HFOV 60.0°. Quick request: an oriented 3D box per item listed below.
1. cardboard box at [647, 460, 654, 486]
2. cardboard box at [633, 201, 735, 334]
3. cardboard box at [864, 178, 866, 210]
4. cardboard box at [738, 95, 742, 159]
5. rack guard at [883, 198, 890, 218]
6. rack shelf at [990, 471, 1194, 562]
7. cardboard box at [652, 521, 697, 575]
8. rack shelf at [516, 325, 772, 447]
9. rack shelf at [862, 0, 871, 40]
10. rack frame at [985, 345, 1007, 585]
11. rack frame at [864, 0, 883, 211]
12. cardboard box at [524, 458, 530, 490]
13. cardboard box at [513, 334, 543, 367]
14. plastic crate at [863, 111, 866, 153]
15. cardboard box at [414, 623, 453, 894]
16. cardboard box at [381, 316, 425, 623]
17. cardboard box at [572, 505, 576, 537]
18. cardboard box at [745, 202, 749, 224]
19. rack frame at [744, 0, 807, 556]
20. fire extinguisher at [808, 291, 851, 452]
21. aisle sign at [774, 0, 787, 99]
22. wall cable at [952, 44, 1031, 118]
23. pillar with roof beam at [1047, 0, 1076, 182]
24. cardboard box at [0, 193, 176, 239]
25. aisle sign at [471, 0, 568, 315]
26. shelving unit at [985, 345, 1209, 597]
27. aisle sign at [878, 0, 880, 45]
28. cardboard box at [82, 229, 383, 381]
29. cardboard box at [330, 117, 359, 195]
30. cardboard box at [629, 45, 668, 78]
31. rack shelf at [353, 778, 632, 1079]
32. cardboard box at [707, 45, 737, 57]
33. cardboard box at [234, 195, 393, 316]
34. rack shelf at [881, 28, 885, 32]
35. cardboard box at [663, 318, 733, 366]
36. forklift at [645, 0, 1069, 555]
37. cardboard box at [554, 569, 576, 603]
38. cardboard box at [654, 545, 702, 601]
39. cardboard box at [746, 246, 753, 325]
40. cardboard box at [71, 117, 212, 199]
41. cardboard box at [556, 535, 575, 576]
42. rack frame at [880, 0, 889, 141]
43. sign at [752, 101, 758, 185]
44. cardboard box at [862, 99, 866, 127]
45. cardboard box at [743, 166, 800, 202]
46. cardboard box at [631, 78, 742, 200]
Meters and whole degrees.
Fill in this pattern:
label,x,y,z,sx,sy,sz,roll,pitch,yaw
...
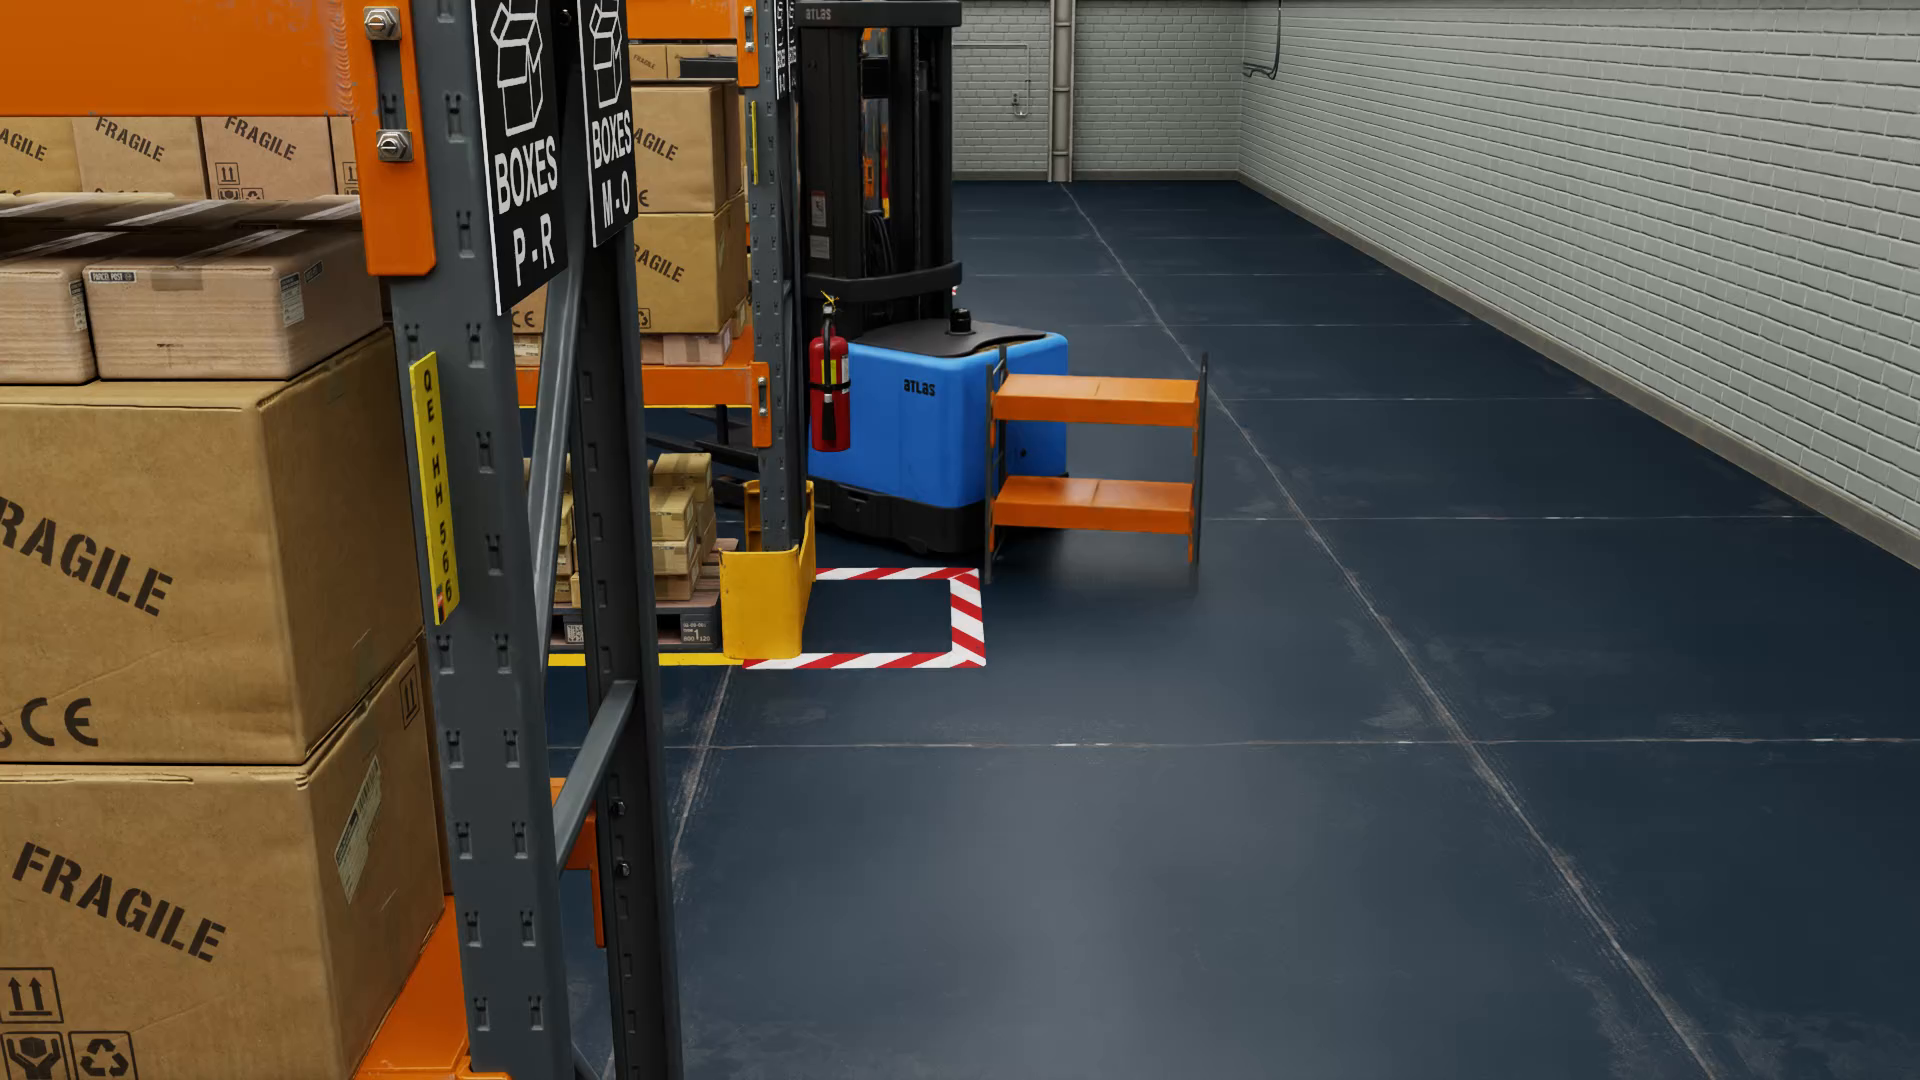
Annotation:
label,x,y,z,sx,sy,sz,roll,pitch,yaw
cardboard box,-1.622,-0.265,7.968,0.250,0.149,0.380,0,18,0
cardboard box,-1.264,-1.184,7.178,0.500,0.500,0.500,0,18,0
cardboard box,-1.489,-4.558,21.718,0.500,0.500,0.500,0,18,-1
cardboard box,-1.780,-3.096,12.320,0.500,0.500,0.500,-1,18,-2
rack guard,-1.025,-4.426,22.027,0.348,0.500,1.175,0,18,-1
rack shelf,0.683,-0.125,8.396,1.000,0.278,0.538,3,18,9
cardboard box,-1.342,0.030,7.537,0.250,0.149,0.380,-1,18,-2
rack shelf,-2.819,-0.724,7.571,4.000,0.370,1.077,0,18,-1
rack shelf,-2.874,-5.180,16.552,4.000,0.370,1.077,0,18,-1
rack frame,0.181,-0.384,8.402,0.032,1.125,0.500,3,18,9
rack frame,-0.874,-4.104,16.930,0.127,3.000,1.000,0,18,-1
cardboard box,-2.123,-0.276,8.004,0.250,0.149,0.380,-1,18,-4
cardboard box,-1.895,-0.864,7.243,0.250,0.149,0.380,0,18,1
plastic crate,-1.206,-4.091,16.733,0.499,0.435,0.616,0,18,-1
cardboard box,-1.124,0.302,3.030,0.500,0.500,0.500,0,18,-1
cardboard box,-1.124,-0.173,2.875,0.500,0.500,0.500,-1,18,-2
cardboard box,-1.596,-0.138,7.573,0.250,0.149,0.380,0,18,0
cardboard box,-1.407,-2.368,11.929,0.250,0.149,0.380,0,18,0
rack frame,-0.819,-1.076,7.491,0.127,3.000,1.000,0,18,-1
fire extinguisher,-0.560,-0.722,7.124,0.183,0.674,0.296,0,18,-1
aisle sign,-0.741,-2.222,6.809,0.004,0.787,0.394,0,18,-1
wall cable,0.235,-7.909,27.127,1.851,1.984,0.084,0,18,-1
pillar with roof beam,1.723,-8.949,22.212,0.400,9.000,9.100,0,18,-1
cardboard box,-1.522,-0.491,2.804,0.250,0.149,0.380,0,18,1
aisle sign,-0.563,-0.708,2.088,0.004,0.787,0.394,0,18,-1
shelving unit,0.683,-0.358,8.321,1.048,1.125,0.538,3,18,9
aisle sign,-0.798,-5.253,16.255,0.004,0.787,0.394,0,18,-1
cardboard box,-0.995,-0.334,2.316,0.250,0.149,0.380,0,18,0
cardboard box,-2.299,-1.655,7.010,0.500,0.500,0.500,1,18,2
cardboard box,-3.957,-6.040,21.166,0.500,0.500,0.500,-1,18,-3
rack shelf,-2.640,0.788,2.859,4.000,0.370,1.077,0,18,-1
cardboard box,-2.927,-6.045,21.182,0.500,0.500,0.500,0,18,1
cardboard box,-0.999,-0.480,2.771,0.250,0.149,0.380,0,18,0
rack shelf,-2.949,-6.693,21.268,4.000,0.370,1.077,0,18,-1
cardboard box,-1.141,-0.868,7.255,0.250,0.149,0.380,0,18,-1
forklift,-0.843,-1.669,9.452,3.031,2.935,1.130,15,23,38
cardboard box,-1.863,0.155,7.633,0.250,0.149,0.380,0,18,-1
cardboard box,-1.342,0.148,7.656,0.250,0.149,0.380,0,18,0
cardboard box,-1.435,-1.752,12.389,0.875,0.875,0.875,0,18,-1
cardboard box,-3.341,-1.650,6.992,0.500,0.500,0.500,0,18,0
cardboard box,-1.862,0.033,7.528,0.250,0.149,0.380,-1,18,-3
rack frame,-0.949,-5.617,21.646,0.127,3.000,1.000,0,18,-1
sign,-0.830,-1.608,6.737,0.005,0.325,0.100,0,18,-1
cardboard box,-1.392,-5.579,21.365,0.500,0.500,0.500,0,18,1
cardboard box,-1.277,-2.578,11.932,0.500,0.250,0.500,-1,18,-2
cardboard box,-1.272,-1.820,7.523,0.500,0.500,0.500,0,18,-1
